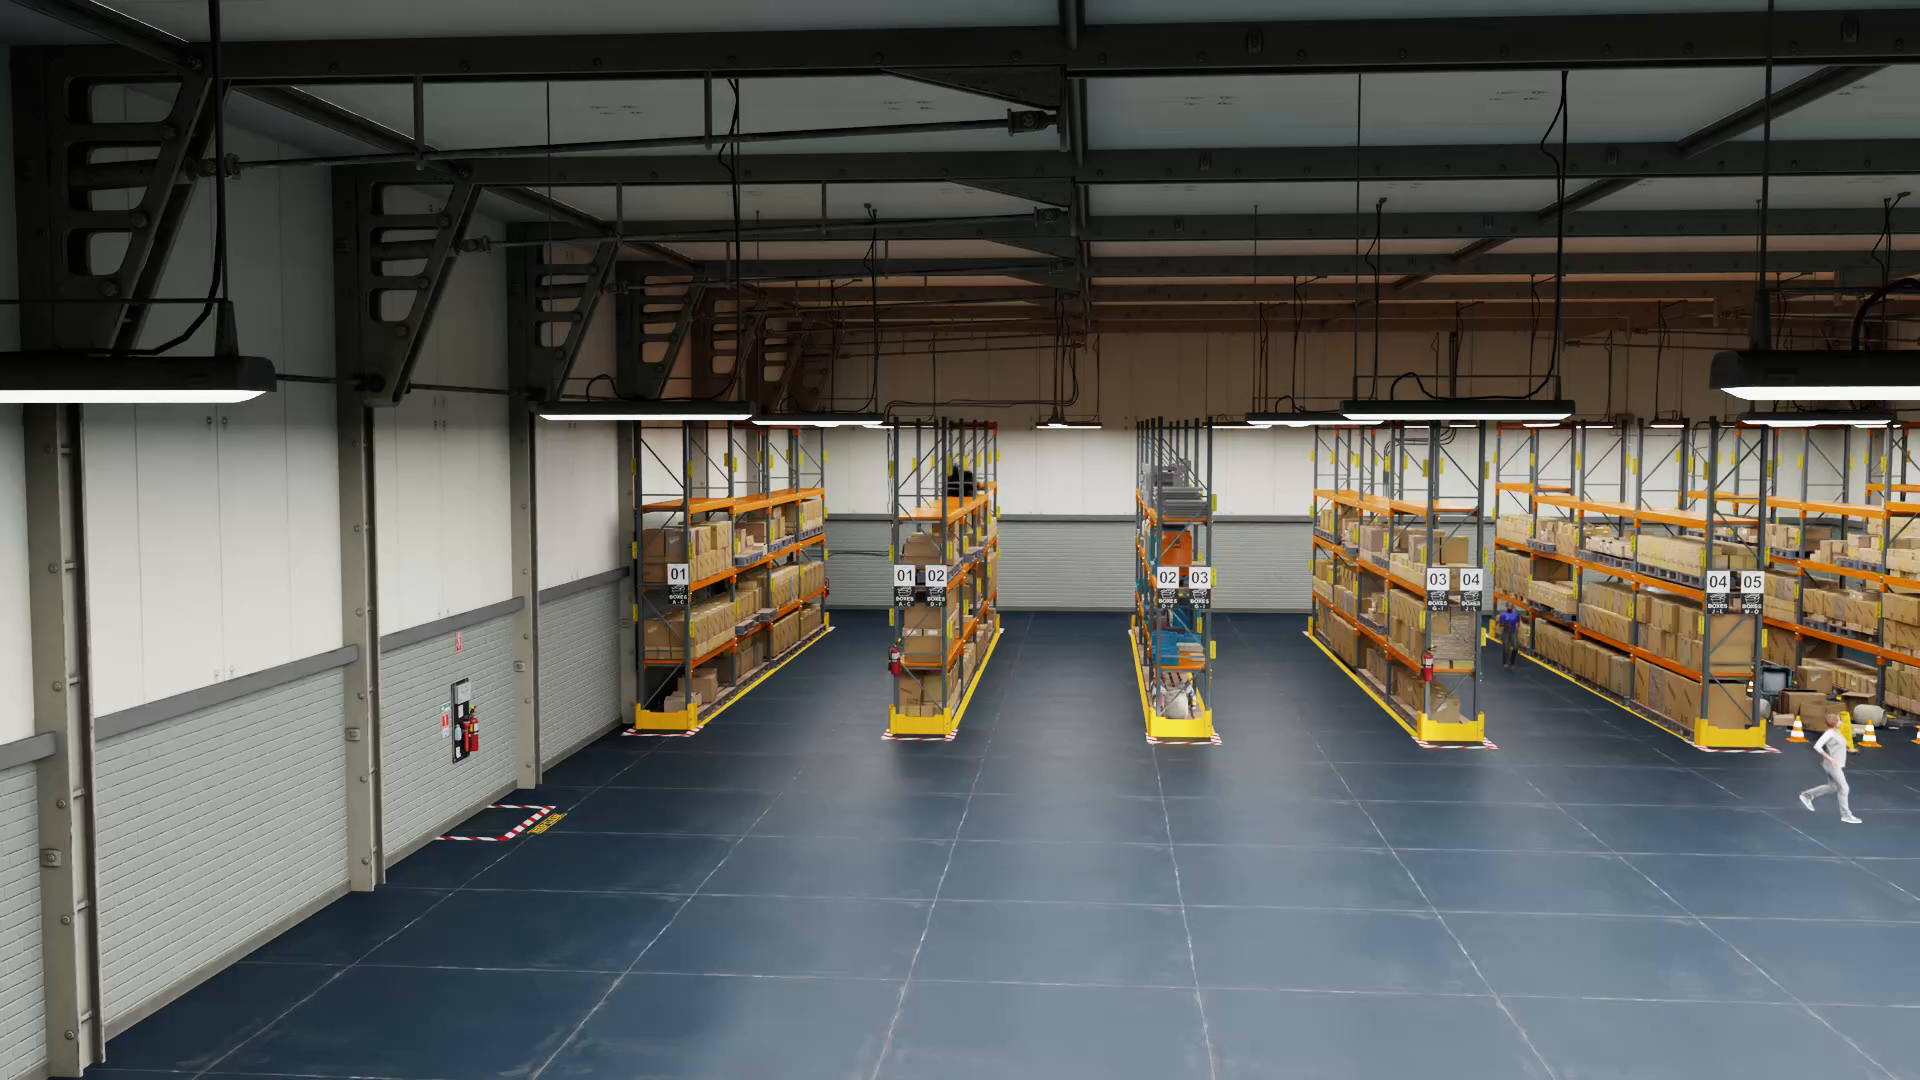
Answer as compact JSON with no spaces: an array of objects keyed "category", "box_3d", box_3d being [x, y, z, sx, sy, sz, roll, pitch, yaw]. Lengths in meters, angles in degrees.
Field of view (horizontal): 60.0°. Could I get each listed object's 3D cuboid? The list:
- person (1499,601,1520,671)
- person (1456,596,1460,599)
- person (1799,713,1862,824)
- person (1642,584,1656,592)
[{"category":"person","box_3d":[13.180,2.316,39.824,0.555,1.669,0.660,0,4,5]},{"category":"person","box_3d":[13.386,1.982,43.971,0.637,1.727,0.567,0,4,2]},{"category":"person","box_3d":[12.794,3.325,24.407,0.864,1.575,0.545,3,5,39]},{"category":"person","box_3d":[19.734,1.894,47.231,0.819,1.610,0.620,1,4,10]}]
